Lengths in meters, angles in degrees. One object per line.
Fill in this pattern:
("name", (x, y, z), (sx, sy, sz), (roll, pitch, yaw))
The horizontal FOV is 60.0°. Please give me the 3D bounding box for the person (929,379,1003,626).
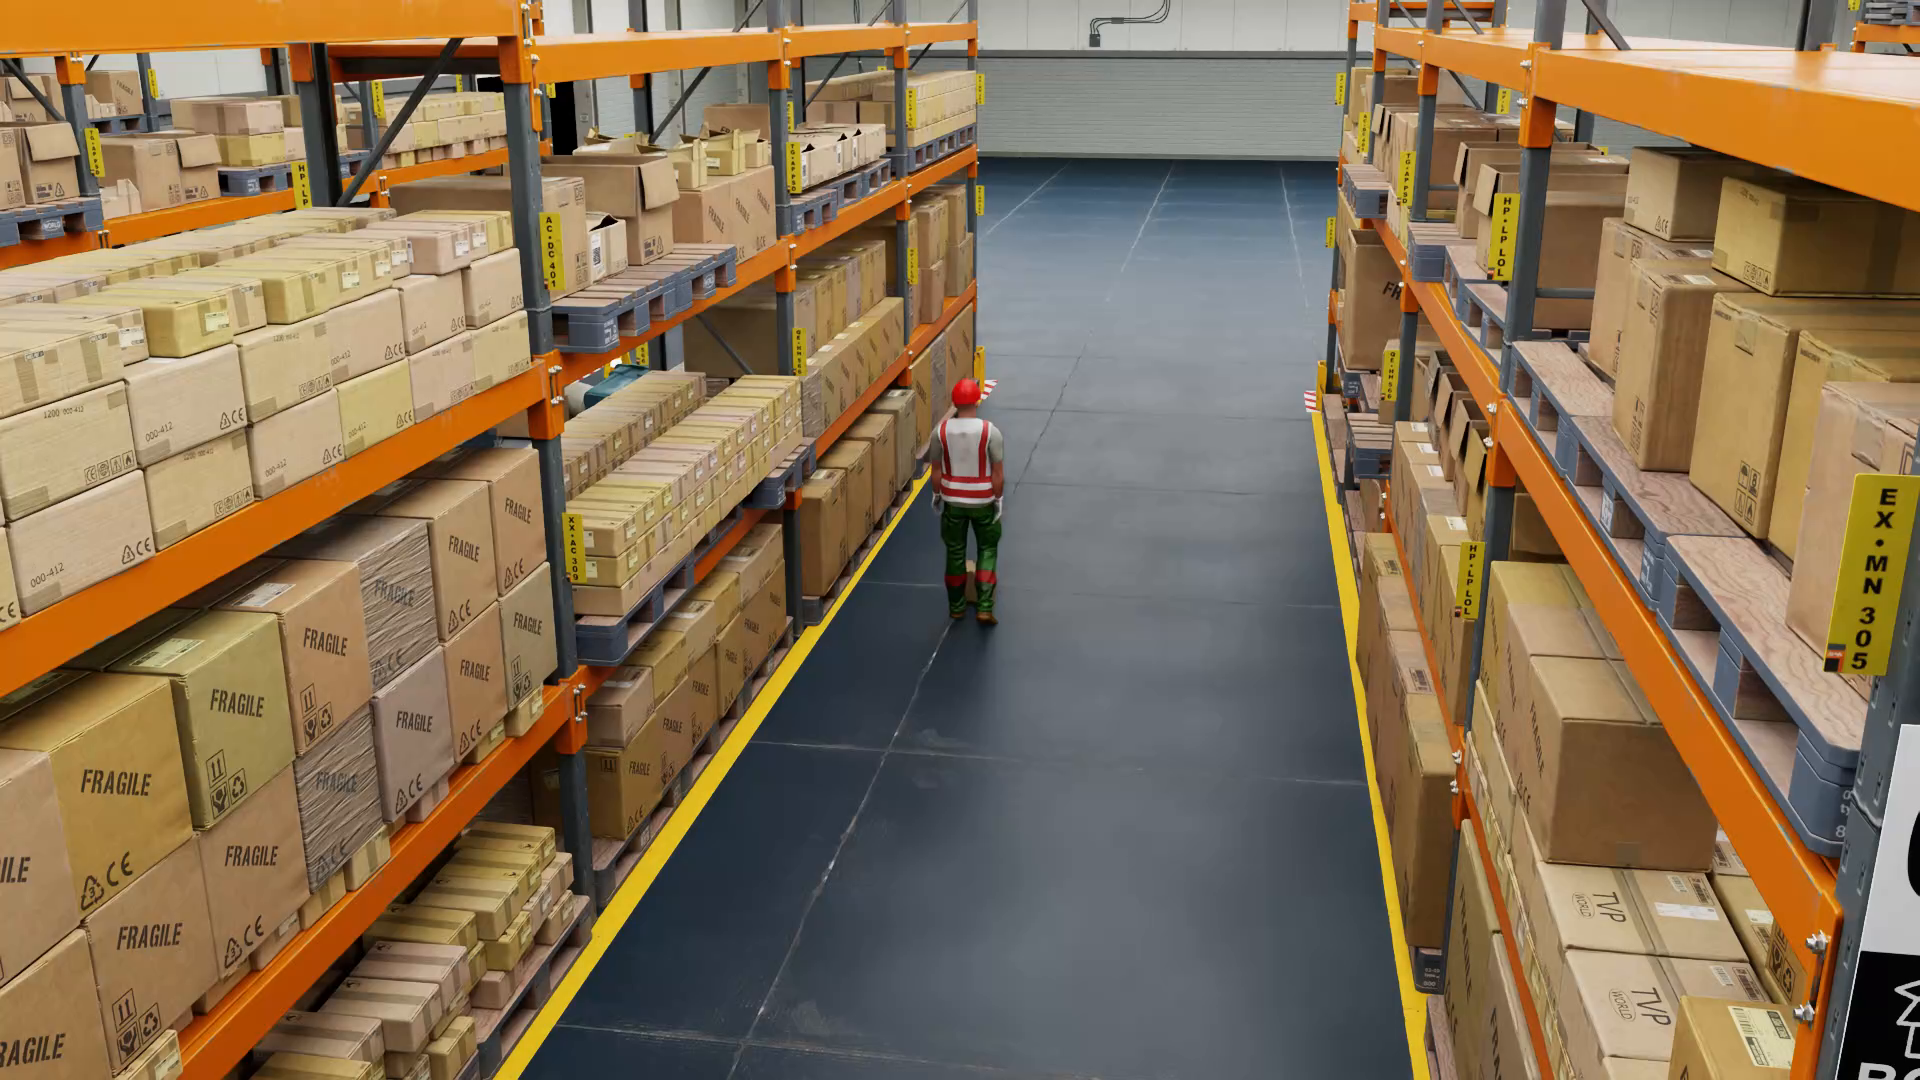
("person", (0.048, -0.268, 11.876), (0.525, 1.796, 0.343), (3, 18, 9))
